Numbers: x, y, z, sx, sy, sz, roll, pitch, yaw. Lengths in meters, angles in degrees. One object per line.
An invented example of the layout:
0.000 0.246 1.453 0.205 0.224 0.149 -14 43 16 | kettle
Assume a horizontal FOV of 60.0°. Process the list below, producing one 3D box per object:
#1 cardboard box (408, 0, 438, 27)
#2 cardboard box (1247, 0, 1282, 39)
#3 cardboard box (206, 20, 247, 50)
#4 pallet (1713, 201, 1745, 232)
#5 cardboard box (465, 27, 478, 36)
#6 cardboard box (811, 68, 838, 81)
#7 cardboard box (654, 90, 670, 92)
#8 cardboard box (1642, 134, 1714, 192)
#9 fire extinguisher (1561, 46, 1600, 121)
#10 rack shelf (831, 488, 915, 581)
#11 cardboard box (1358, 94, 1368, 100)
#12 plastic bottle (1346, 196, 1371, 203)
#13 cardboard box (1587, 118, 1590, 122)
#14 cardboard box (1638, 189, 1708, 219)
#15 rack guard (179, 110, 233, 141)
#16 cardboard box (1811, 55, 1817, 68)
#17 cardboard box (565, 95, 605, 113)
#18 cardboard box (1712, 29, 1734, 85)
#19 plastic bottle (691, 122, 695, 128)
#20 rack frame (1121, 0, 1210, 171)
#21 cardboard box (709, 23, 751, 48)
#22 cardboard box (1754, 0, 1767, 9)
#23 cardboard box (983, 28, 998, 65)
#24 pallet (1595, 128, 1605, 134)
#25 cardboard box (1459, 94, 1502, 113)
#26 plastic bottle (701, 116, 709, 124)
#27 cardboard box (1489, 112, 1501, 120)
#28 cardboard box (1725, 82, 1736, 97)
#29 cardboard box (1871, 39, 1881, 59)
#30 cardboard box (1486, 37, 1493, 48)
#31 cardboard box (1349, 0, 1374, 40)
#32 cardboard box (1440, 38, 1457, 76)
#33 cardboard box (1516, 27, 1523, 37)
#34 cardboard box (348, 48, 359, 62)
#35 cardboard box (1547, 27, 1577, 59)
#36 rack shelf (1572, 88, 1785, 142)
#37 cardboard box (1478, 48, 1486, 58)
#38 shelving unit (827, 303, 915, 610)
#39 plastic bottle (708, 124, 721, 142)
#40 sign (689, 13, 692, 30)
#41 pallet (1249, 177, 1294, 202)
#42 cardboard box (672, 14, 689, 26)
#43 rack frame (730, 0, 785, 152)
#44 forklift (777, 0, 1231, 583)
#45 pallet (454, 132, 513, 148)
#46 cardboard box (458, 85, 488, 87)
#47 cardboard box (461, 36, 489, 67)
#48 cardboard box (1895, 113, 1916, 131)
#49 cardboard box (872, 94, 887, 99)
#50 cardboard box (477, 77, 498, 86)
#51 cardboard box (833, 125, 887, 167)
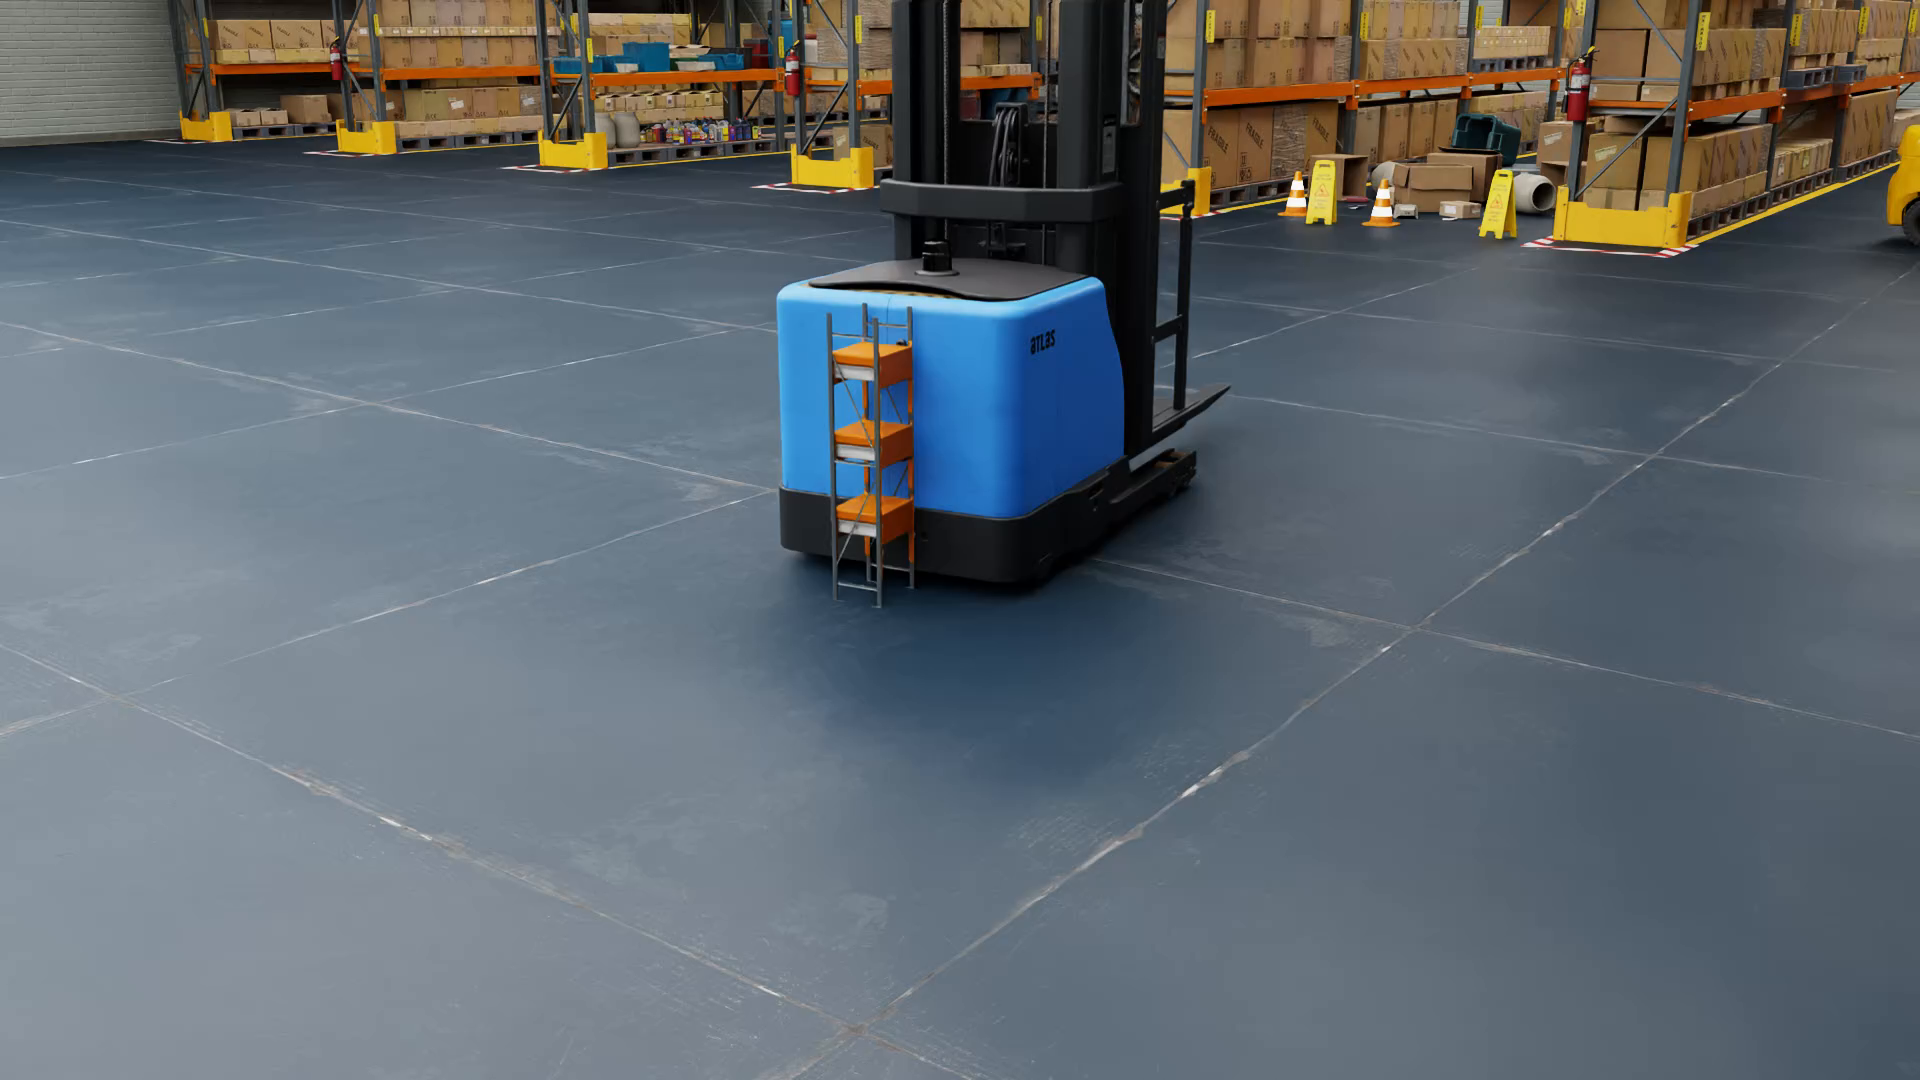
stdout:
-9.024 -8.687 27.304 0.700 0.500 0.500 12 21 33 | cardboard box
3.172 -6.046 19.080 0.875 0.550 0.550 12 21 35 | cardboard box
-13.108 -9.003 29.632 0.500 0.500 0.500 12 21 35 | cardboard box
7.545 -3.432 17.441 1.003 0.211 1.213 12 21 35 | pallet
-8.330 -8.551 27.959 0.380 0.149 0.250 13 21 35 | cardboard box
-1.695 -6.005 21.447 0.380 0.149 0.250 12 21 35 | cardboard box
-5.740 -8.633 32.469 0.500 0.311 0.500 12 21 33 | cardboard box
6.976 -3.664 16.148 0.500 0.500 0.500 12 21 33 | cardboard box
5.821 -4.287 15.620 0.296 0.674 0.183 12 21 35 | fire extinguisher
-0.313 -0.023 6.022 0.215 0.259 0.240 8 19 25 | rack shelf
7.517 -8.851 33.061 0.875 0.875 0.875 12 21 35 | cardboard box
4.677 -3.989 19.486 0.283 0.061 0.133 5 18 16 | plastic bottle
10.756 -7.358 28.977 0.380 0.149 0.250 13 21 35 | cardboard box
6.962 -3.300 16.241 0.500 0.250 0.500 12 21 34 | cardboard box
-13.588 -7.471 29.958 1.175 0.500 0.348 12 21 35 | rack guard
9.825 -5.630 19.531 0.380 0.149 0.250 13 21 35 | cardboard box
-6.823 -7.934 30.219 0.500 0.311 0.500 13 21 35 | cardboard box
7.070 -4.647 15.980 0.500 0.500 0.500 13 22 36 | cardboard box
-4.278 -6.550 26.637 0.097 0.271 0.097 0 17 0 | plastic bottle
2.224 -5.120 18.173 1.000 3.000 0.127 12 21 35 | rack frame
-4.602 -10.096 33.319 0.700 0.500 0.500 5 18 16 | cardboard box
9.137 -6.239 19.303 0.380 0.149 0.250 12 21 33 | cardboard box
0.040 -6.954 23.409 0.875 0.500 0.500 12 21 35 | cardboard box
11.199 -7.394 30.197 1.003 0.211 1.213 12 21 35 | pallet
7.898 -6.633 25.286 0.500 0.250 0.500 12 21 34 | cardboard box
-4.108 -6.675 26.904 0.144 0.351 0.185 13 22 36 | plastic bottle
7.914 -6.276 25.403 0.500 0.500 0.500 13 21 35 | cardboard box
7.596 -4.556 16.781 0.380 0.149 0.250 12 21 33 | cardboard box
12.142 -6.658 22.537 0.500 0.250 0.500 12 21 34 | cardboard box
7.756 -7.457 24.912 0.380 0.149 0.250 12 21 33 | cardboard box
4.898 -6.717 21.462 0.700 0.500 0.500 12 21 34 | cardboard box
6.639 -6.800 23.414 0.500 0.500 0.500 12 21 35 | cardboard box
8.514 -7.902 25.846 0.380 0.149 0.250 11 21 32 | cardboard box
-11.592 -9.253 31.703 0.500 0.250 0.500 13 21 35 | cardboard box
9.871 -8.241 27.555 0.500 0.500 0.500 12 21 34 | cardboard box
7.451 -4.402 17.075 1.077 0.370 4.000 12 21 35 | rack shelf
7.579 -7.241 24.718 0.380 0.149 0.250 14 22 37 | cardboard box
-0.313 -0.299 5.936 0.215 1.050 0.252 8 19 25 | shelving unit
-3.853 -6.393 26.123 0.152 0.276 0.135 13 21 36 | plastic bottle
-5.328 -10.286 32.990 0.100 0.325 0.005 12 21 35 | sign
3.365 -4.282 20.176 1.003 0.211 1.213 12 21 35 | pallet
-6.556 -11.906 38.056 0.500 0.250 0.500 13 22 36 | cardboard box
-3.294 -7.848 26.959 1.000 3.000 0.127 12 21 35 | rack frame
0.417 -1.635 7.068 1.130 2.935 3.031 8 19 25 | forklift
-8.504 -6.919 28.669 1.003 0.211 1.213 12 21 35 | pallet
-8.393 -7.677 29.071 0.500 0.500 0.500 12 21 35 | cardboard box
-8.444 -8.298 28.238 0.700 0.500 0.500 13 22 36 | cardboard box
14.403 -6.448 26.063 0.875 0.438 0.875 12 21 33 | cardboard box
-1.944 -9.921 37.424 0.500 0.311 0.500 12 21 35 | cardboard box
-9.946 -9.498 34.478 0.500 0.250 0.500 12 21 34 | cardboard box
-1.314 -5.173 21.851 0.500 0.500 0.500 -15 23 -40 | cardboard box
